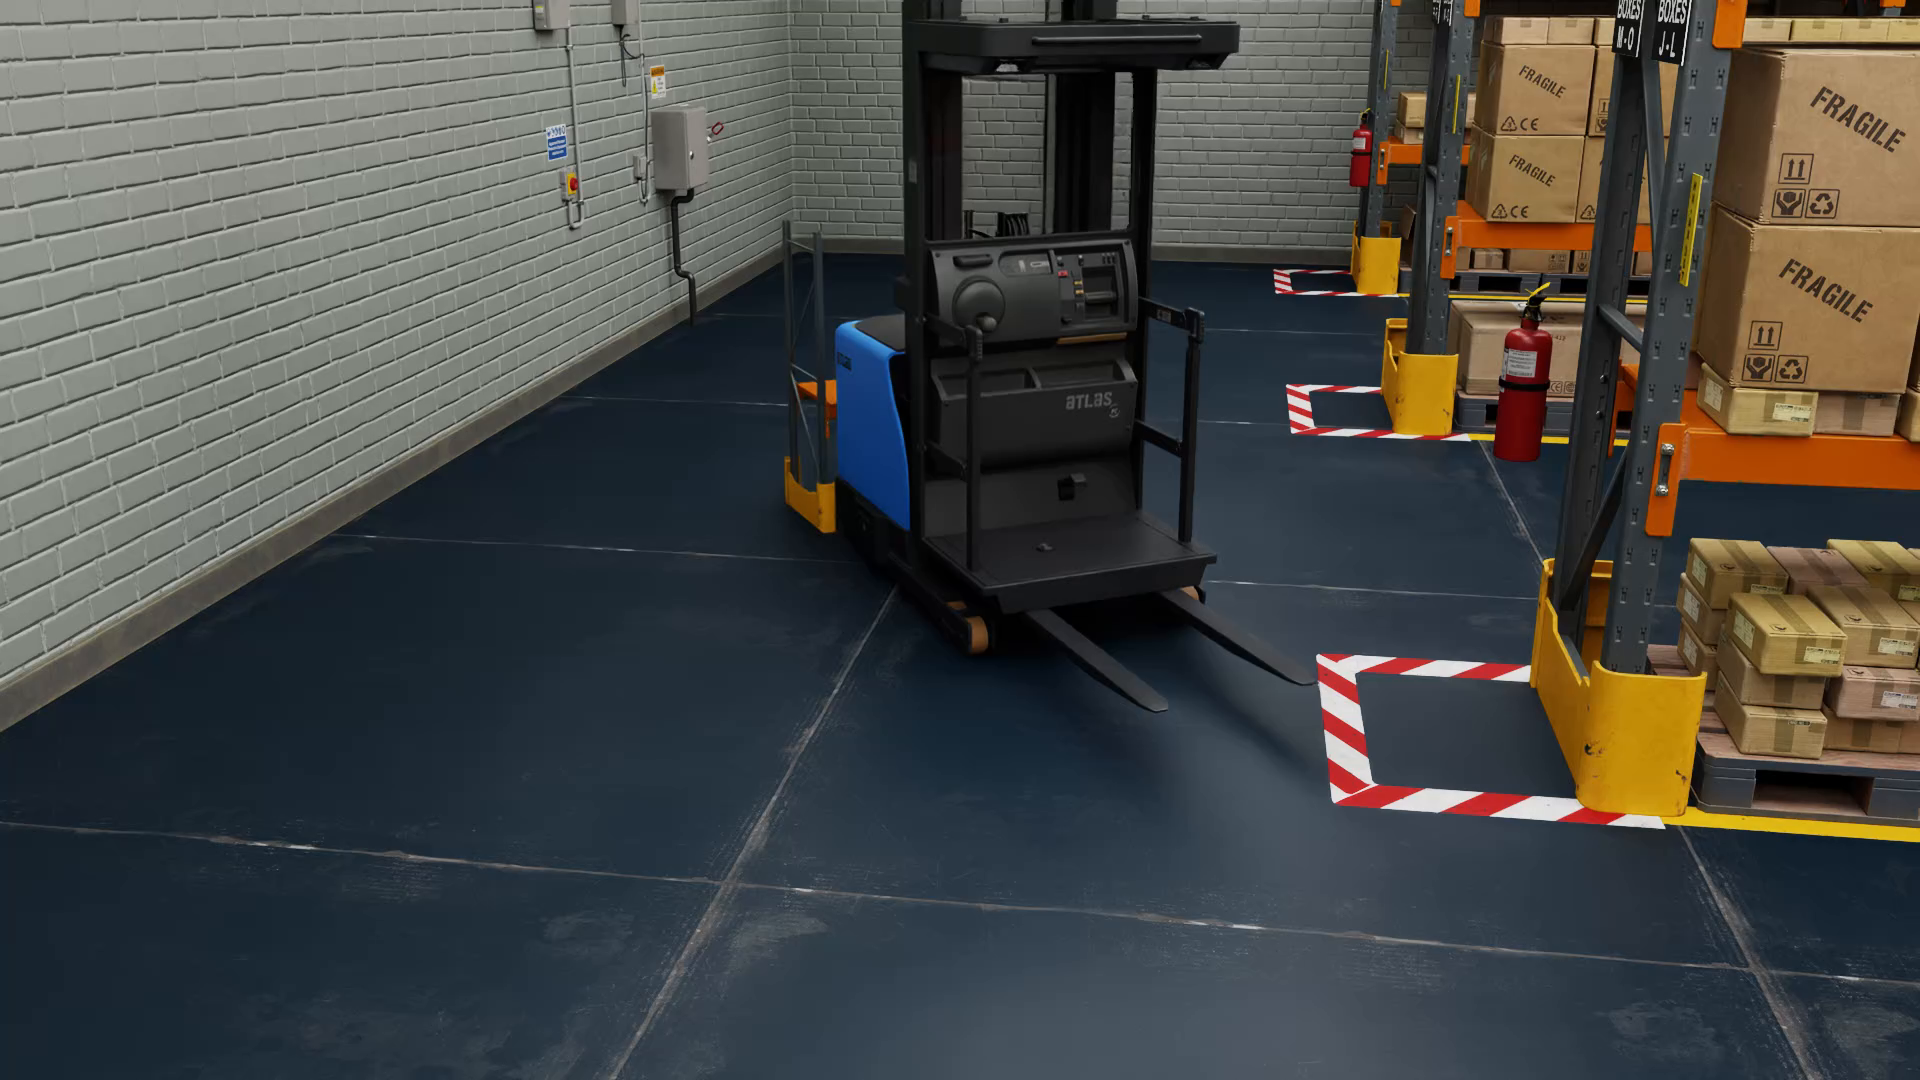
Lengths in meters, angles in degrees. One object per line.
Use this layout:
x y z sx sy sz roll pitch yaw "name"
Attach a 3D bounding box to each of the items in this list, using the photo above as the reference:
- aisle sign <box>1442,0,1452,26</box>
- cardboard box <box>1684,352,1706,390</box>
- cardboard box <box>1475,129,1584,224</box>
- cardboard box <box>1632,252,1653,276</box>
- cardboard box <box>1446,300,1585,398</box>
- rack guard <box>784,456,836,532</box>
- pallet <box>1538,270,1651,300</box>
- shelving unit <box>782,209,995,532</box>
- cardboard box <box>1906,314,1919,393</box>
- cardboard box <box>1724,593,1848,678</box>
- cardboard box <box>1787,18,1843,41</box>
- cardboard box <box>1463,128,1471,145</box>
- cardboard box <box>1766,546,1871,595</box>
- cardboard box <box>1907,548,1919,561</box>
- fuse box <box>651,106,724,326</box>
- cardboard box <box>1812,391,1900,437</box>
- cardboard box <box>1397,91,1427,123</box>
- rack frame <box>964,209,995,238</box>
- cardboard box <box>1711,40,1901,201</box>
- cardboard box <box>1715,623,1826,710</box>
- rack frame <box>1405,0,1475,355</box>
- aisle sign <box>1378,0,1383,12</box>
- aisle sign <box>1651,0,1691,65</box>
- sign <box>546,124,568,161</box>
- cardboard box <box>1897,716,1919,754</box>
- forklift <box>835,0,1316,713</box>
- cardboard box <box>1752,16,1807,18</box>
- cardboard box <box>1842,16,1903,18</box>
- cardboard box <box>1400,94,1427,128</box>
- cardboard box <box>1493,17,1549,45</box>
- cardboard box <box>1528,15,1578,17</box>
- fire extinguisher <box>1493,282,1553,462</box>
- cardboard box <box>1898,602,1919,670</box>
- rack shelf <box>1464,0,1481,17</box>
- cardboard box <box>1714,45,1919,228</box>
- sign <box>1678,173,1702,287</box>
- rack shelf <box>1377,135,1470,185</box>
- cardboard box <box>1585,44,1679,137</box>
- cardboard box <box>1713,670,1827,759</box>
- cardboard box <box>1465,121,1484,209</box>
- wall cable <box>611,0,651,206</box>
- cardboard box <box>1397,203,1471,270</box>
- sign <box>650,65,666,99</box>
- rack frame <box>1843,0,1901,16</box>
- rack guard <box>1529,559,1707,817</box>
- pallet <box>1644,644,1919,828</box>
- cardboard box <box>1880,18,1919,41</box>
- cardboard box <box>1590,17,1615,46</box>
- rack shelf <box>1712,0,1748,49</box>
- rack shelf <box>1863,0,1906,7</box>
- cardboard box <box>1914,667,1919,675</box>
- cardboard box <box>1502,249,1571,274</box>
2.847 -3.392 9.618 0.004 0.787 0.394 3 19 9 "aisle sign"
2.645 -0.644 5.896 0.250 0.149 0.380 3 19 9 "cardboard box"
3.392 -2.180 9.934 0.500 0.500 0.500 3 19 8 "cardboard box"
6.199 -2.648 14.767 0.500 0.500 0.700 2 19 7 "cardboard box"
3.631 -1.229 10.625 0.875 0.438 0.875 2 19 7 "cardboard box"
-0.782 -0.246 8.646 0.087 0.250 0.587 -8 20 -23 "rack guard"
5.811 -2.374 15.065 1.213 0.211 1.003 3 19 9 "pallet"
-0.330 -0.905 8.645 1.083 1.500 0.587 -8 20 -23 "shelving unit"
3.210 -0.751 5.195 0.500 0.500 0.500 3 19 9 "cardboard box"
2.742 0.312 5.535 0.250 0.149 0.380 2 19 6 "cardboard box"
4.795 -2.880 9.428 0.250 0.149 0.380 2 19 7 "cardboard box"
4.552 -3.580 14.671 0.250 0.149 0.380 3 19 8 "cardboard box"
3.080 0.158 5.998 0.250 0.149 0.380 3 19 10 "cardboard box"
3.602 0.164 5.980 0.250 0.149 0.380 2 19 6 "cardboard box"
-2.130 -2.563 13.267 0.414 1.711 0.539 3 19 9 "fuse box"
2.804 -0.453 5.326 0.250 0.149 0.380 4 19 11 "cardboard box"
4.244 -3.932 15.095 0.500 0.250 0.500 3 19 10 "cardboard box"
0.140 -0.974 8.851 0.032 1.500 0.500 -8 20 -23 "rack frame"
2.770 -1.409 5.583 0.500 0.500 0.500 3 19 8 "cardboard box"
2.755 0.428 5.660 0.250 0.149 0.380 4 19 11 "cardboard box"
2.964 -2.247 10.291 0.127 3.000 1.000 3 19 9 "rack frame"
3.634 -4.946 14.262 0.004 0.787 0.394 3 19 9 "aisle sign"
2.159 -1.834 4.959 0.004 0.787 0.394 3 19 9 "aisle sign"
-2.675 -2.639 11.038 0.001 0.218 0.327 3 19 9 "sign"
3.263 0.586 5.655 0.250 0.149 0.380 3 19 9 "cardboard box"
0.408 -1.063 6.860 1.130 2.935 3.031 -8 20 -21 "forklift"
4.875 -3.055 9.949 0.250 0.149 0.380 4 19 10 "cardboard box"
5.374 -3.021 9.848 0.250 0.149 0.380 3 19 8 "cardboard box"
4.153 -3.765 14.595 0.500 0.250 0.500 3 19 9 "cardboard box"
3.271 -2.971 9.701 0.250 0.149 0.380 3 19 10 "cardboard box"
3.604 -3.115 10.131 0.250 0.149 0.380 3 19 10 "cardboard box"
2.103 -0.635 6.182 0.183 0.674 0.296 3 19 9 "fire extinguisher"
3.262 0.341 5.449 0.250 0.149 0.380 3 19 9 "cardboard box"
4.939 -3.228 9.628 4.000 0.370 1.077 3 19 9 "rack shelf"
2.680 -1.248 5.103 0.500 0.500 0.500 3 19 8 "cardboard box"
2.193 -0.932 4.996 0.005 0.325 0.100 3 19 9 "sign"
5.722 -3.360 14.752 4.000 0.370 1.077 3 19 9 "rack shelf"
3.904 -2.631 9.706 0.500 0.500 0.500 2 19 7 "cardboard box"
2.745 0.588 5.648 0.250 0.149 0.380 3 19 10 "cardboard box"
3.482 -2.353 10.450 0.500 0.500 0.500 3 19 9 "cardboard box"
-2.394 -3.450 12.286 0.122 1.984 0.588 3 19 9 "wall cable"
4.336 -2.757 15.088 0.637 0.503 0.797 2 19 6 "cardboard box"
-2.343 -3.559 12.911 0.001 0.242 0.339 3 19 9 "sign"
7.697 -3.601 14.337 0.127 3.000 1.000 3 19 9 "rack frame"
2.354 0.498 6.026 0.348 0.500 1.175 3 19 9 "rack guard"
3.150 0.687 5.917 1.213 0.211 1.003 3 19 9 "pallet"
5.307 -2.875 9.412 0.250 0.149 0.380 3 19 7 "cardboard box"
3.779 -2.932 9.582 0.250 0.149 0.380 4 19 10 "cardboard box"
4.253 -1.672 4.978 4.000 0.370 1.077 3 19 9 "rack shelf"
9.672 -4.581 13.675 4.000 0.370 1.077 3 19 9 "rack shelf"
3.272 0.444 5.612 0.250 0.149 0.380 3 19 9 "cardboard box"
5.174 -2.700 14.923 0.500 0.500 0.700 4 19 11 "cardboard box"
